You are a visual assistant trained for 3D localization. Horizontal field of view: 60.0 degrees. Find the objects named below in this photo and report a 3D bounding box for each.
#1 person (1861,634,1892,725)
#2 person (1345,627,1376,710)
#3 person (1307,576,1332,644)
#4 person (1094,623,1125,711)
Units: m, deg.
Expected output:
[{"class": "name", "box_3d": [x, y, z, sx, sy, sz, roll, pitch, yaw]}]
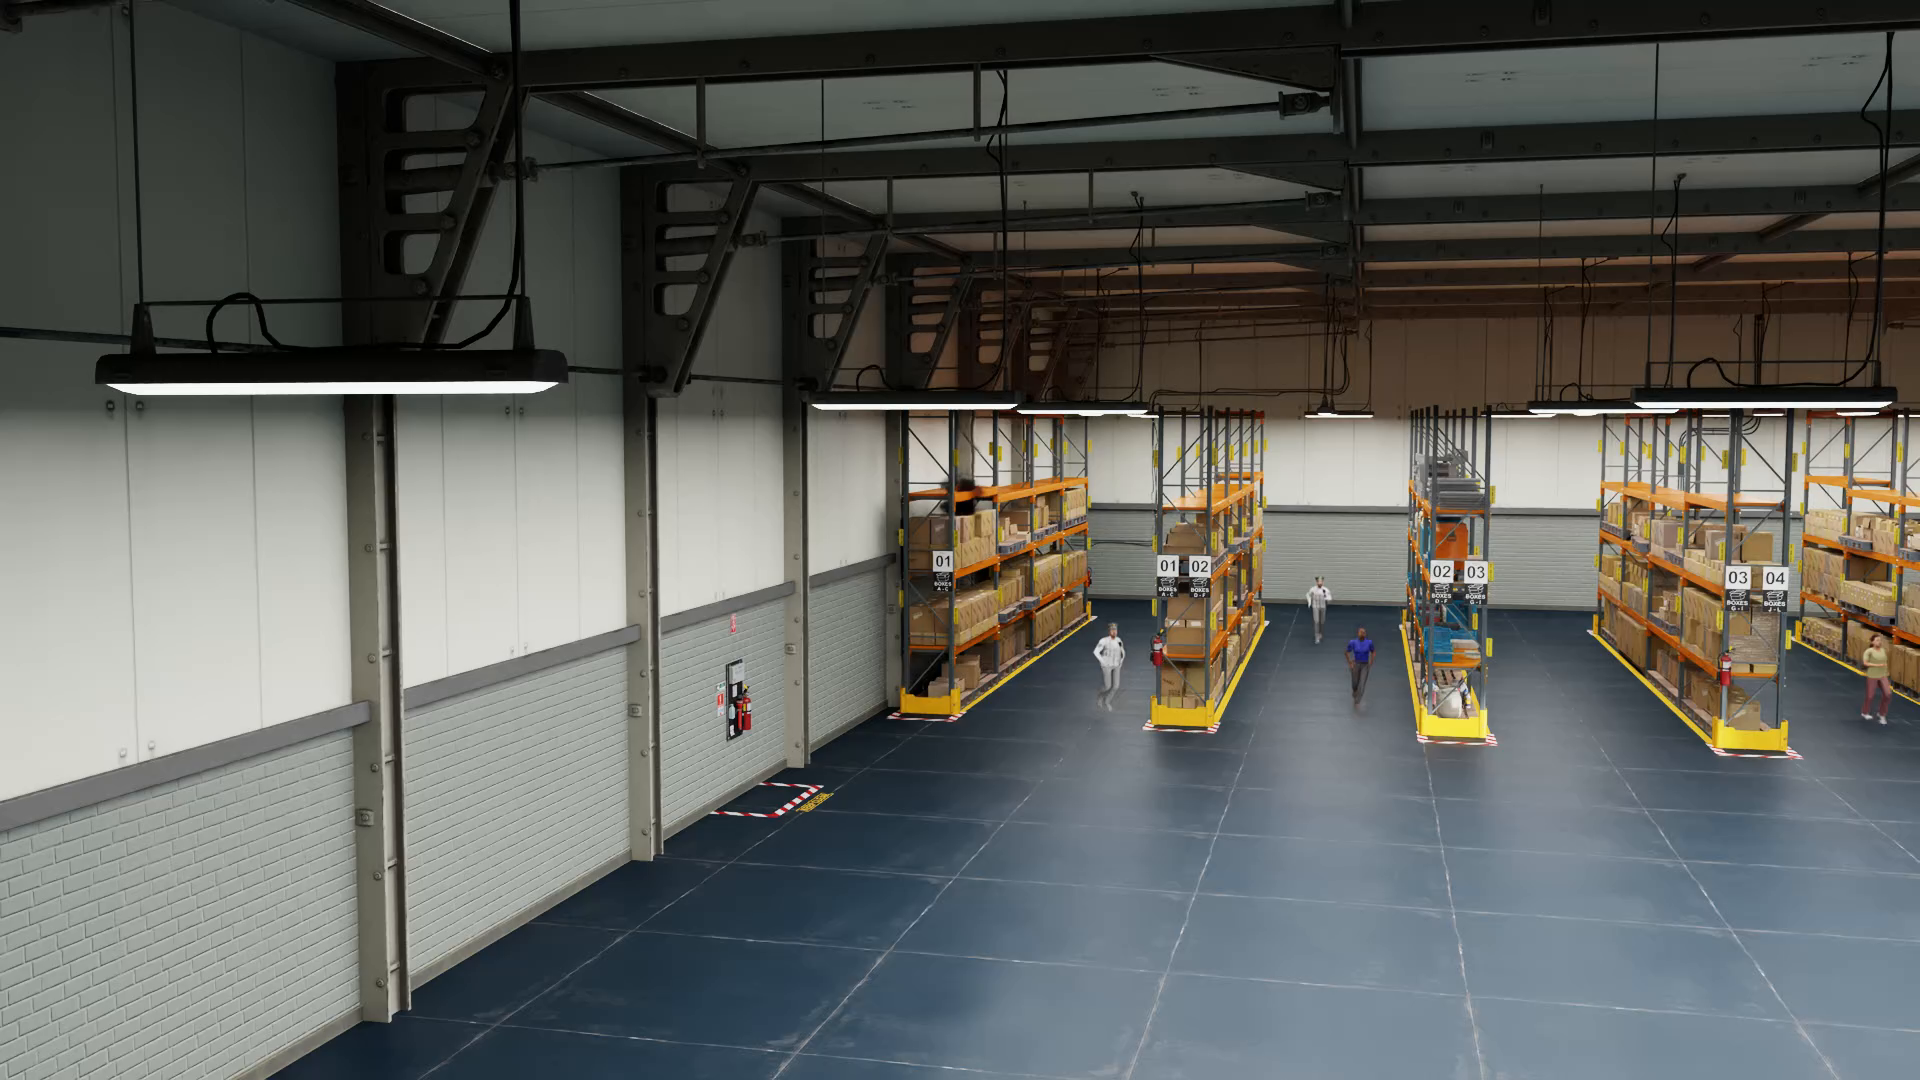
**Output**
[{"class": "person", "box_3d": [17.342, 2.628, 31.480, 0.543, 1.700, 0.708, 0, 4, 1]}, {"class": "person", "box_3d": [8.014, 2.543, 33.264, 0.598, 1.627, 0.681, 1, 4, 8]}, {"class": "person", "box_3d": [9.279, 1.778, 42.928, 0.600, 1.709, 0.885, 0, 4, 3]}, {"class": "person", "box_3d": [2.857, 2.384, 31.511, 0.645, 1.642, 0.522, -1, 4, -20]}]
